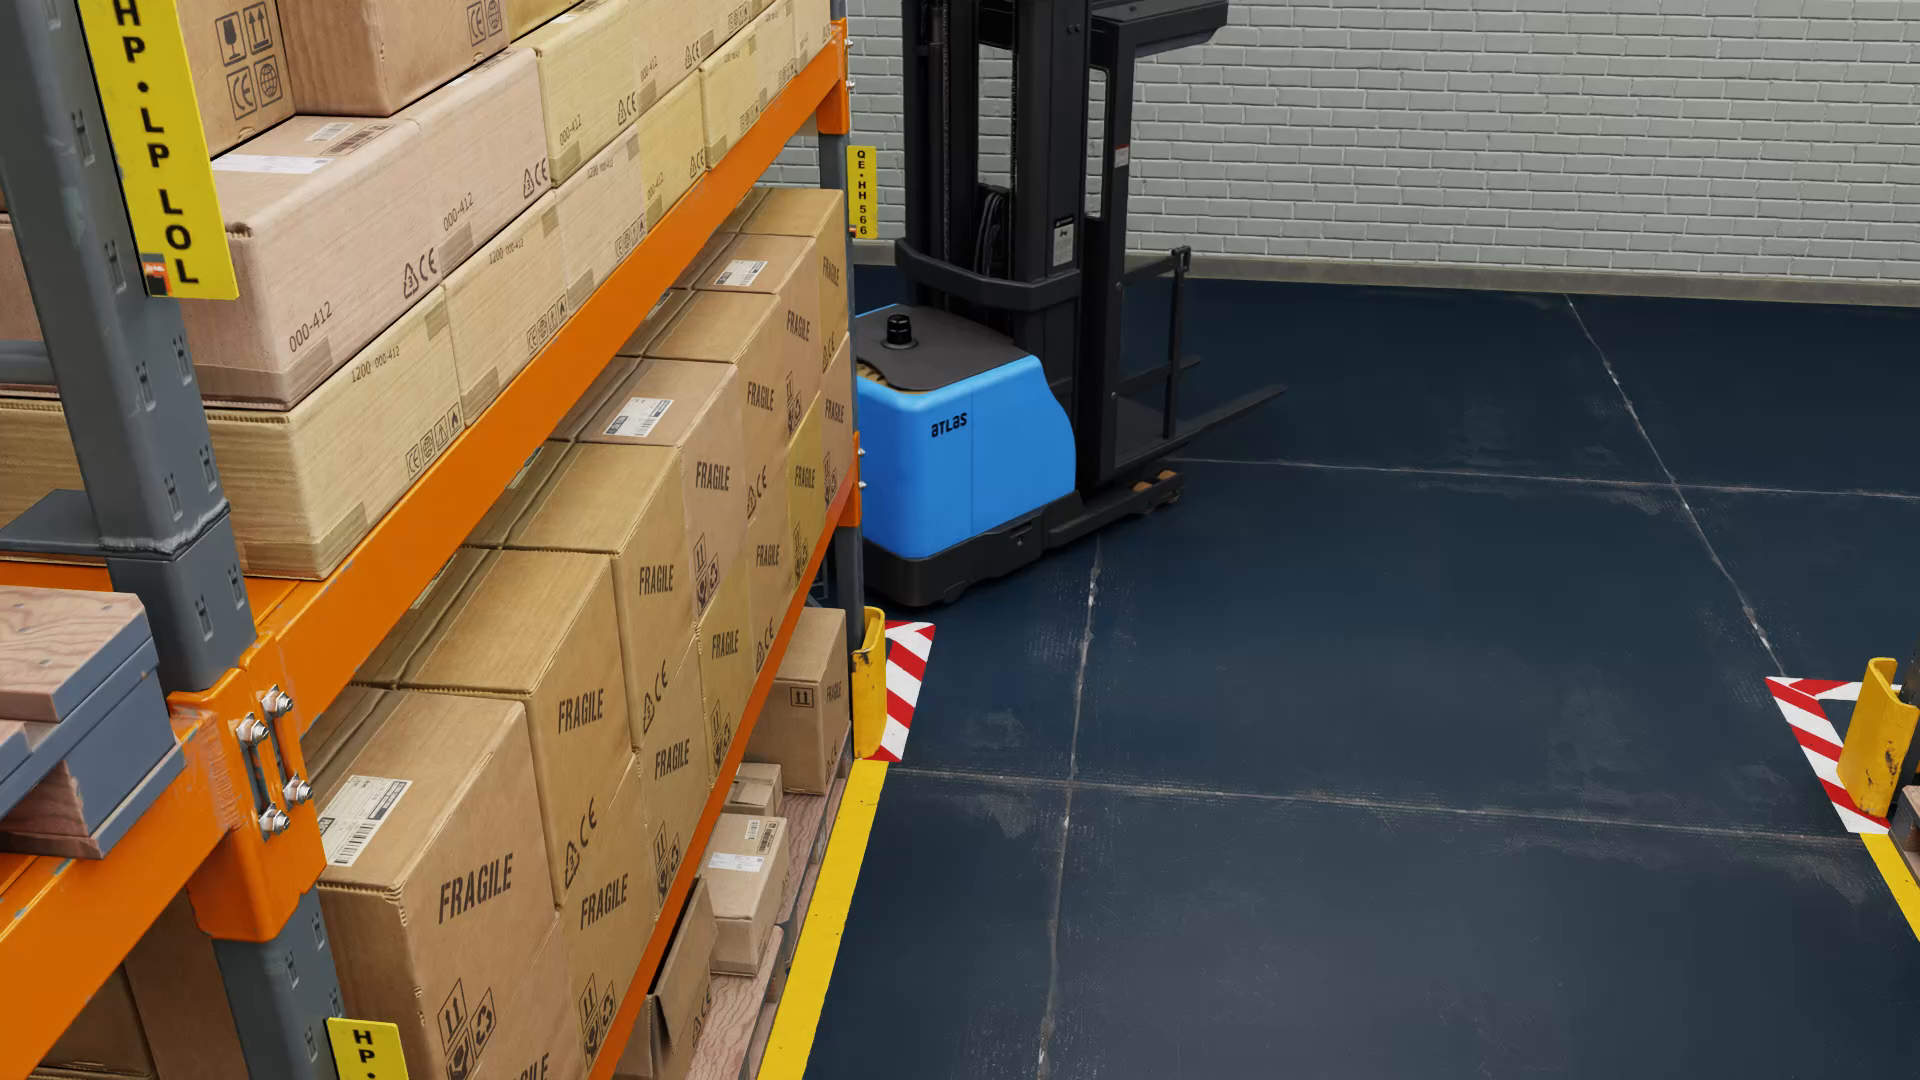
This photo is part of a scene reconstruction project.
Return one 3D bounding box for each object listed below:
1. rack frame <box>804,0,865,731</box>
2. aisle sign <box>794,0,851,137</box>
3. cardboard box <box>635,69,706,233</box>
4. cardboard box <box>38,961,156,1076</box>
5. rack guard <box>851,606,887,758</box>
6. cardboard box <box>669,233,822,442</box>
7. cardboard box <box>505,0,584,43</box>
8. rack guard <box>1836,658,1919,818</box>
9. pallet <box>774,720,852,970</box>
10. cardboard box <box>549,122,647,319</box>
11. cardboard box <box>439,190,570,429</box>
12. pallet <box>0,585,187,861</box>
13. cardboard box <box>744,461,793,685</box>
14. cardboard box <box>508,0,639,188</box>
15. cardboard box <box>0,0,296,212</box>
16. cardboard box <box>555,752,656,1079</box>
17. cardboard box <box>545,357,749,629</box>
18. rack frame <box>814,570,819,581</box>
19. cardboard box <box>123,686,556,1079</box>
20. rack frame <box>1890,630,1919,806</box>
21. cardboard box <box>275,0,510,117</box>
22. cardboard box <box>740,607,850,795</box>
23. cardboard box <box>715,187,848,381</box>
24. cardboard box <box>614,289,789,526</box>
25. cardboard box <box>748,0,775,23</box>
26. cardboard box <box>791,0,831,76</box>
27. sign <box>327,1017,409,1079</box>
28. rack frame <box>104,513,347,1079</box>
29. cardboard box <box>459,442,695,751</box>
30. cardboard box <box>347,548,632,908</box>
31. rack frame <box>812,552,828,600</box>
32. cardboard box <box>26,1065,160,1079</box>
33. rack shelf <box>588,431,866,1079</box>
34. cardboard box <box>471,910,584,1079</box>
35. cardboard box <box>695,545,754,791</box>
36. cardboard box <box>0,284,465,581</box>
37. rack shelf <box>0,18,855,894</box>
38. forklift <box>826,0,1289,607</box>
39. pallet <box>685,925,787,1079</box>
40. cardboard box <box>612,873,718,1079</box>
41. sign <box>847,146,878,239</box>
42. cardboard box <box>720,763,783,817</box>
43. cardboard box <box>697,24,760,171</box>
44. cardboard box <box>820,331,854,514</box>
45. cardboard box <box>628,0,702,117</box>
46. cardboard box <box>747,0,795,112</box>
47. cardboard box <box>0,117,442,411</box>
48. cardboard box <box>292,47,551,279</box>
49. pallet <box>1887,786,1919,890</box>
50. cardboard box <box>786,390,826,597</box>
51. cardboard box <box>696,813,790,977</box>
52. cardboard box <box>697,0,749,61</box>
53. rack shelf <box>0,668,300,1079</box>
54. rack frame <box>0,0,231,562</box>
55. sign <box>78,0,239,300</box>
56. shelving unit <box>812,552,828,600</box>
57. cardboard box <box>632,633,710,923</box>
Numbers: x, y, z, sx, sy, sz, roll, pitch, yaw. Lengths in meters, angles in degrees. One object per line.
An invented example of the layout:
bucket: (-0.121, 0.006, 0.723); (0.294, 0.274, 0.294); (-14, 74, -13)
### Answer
rack frame: (-0.886, -0.597, 6.195); (1.000, 3.000, 0.127); (3, 28, 6)
aisle sign: (-0.574, -1.755, 5.605); (0.394, 0.787, 0.004); (3, 28, 6)
cardboard box: (-0.885, -0.889, 3.733); (0.500, 0.250, 0.500); (3, 28, 6)
cardboard box: (-1.571, 0.549, 2.909); (0.500, 0.500, 0.500); (3, 29, 6)
rack guard: (-0.895, 0.540, 6.721); (1.175, 0.500, 0.348); (3, 28, 6)
cardboard box: (-0.729, -0.618, 5.074); (0.500, 0.500, 0.500); (4, 29, 8)
cardboard box: (-1.097, -1.212, 3.016); (0.700, 0.500, 0.500); (3, 28, 6)
rack guard: (4.020, 0.781, 6.273); (1.175, 0.500, 0.348); (3, 28, 6)
pallet: (-0.992, 1.042, 6.093); (1.003, 0.211, 1.213); (3, 28, 6)
cardboard box: (-0.943, -0.653, 3.295); (0.500, 0.250, 0.500); (3, 28, 6)
cardboard box: (-1.006, -0.418, 2.859); (0.500, 0.250, 0.500); (3, 28, 6)
pallet: (-1.526, 0.351, 1.471); (1.213, 0.211, 1.003); (3, 28, 6)
cardboard box: (-0.797, 0.065, 4.861); (0.500, 0.500, 0.500); (4, 29, 7)
cardboard box: (-0.938, -0.873, 3.176); (0.500, 0.250, 0.500); (3, 28, 6)
cardboard box: (-1.354, -0.750, 2.157); (0.700, 0.500, 0.500); (3, 28, 6)
cardboard box: (-0.984, 0.777, 3.540); (0.500, 0.500, 0.500); (4, 29, 7)
cardboard box: (-0.851, -0.131, 4.172); (0.500, 0.500, 0.500); (4, 29, 8)
rack frame: (-0.785, -0.322, 7.583); (0.240, 1.200, 0.006); (-9, 29, -16)
cardboard box: (-1.039, 0.597, 2.820); (0.500, 0.500, 0.500); (4, 29, 8)
rack frame: (4.030, -0.307, 5.657); (1.000, 3.000, 0.127); (3, 28, 6)
cardboard box: (-1.152, -0.977, 2.578); (0.700, 0.500, 0.500); (3, 28, 6)
cardboard box: (-0.708, 0.580, 6.182); (0.500, 0.500, 0.500); (3, 28, 6)
cardboard box: (-0.668, -0.855, 5.515); (0.500, 0.500, 0.500); (3, 28, 6)
cardboard box: (-0.788, -0.373, 4.620); (0.500, 0.500, 0.500); (4, 29, 8)
cardboard box: (-0.757, -1.579, 4.487); (0.500, 0.250, 0.500); (3, 28, 6)
cardboard box: (-0.687, -1.594, 5.042); (0.500, 0.250, 0.500); (3, 28, 6)
sign: (-0.825, 0.807, 2.369); (0.100, 0.325, 0.005); (3, 28, 6)
rack frame: (-1.376, 1.286, 2.700); (1.000, 3.000, 0.127); (3, 28, 6)
cardboard box: (-0.913, 0.112, 3.720); (0.500, 0.500, 0.500); (3, 28, 5)
cardboard box: (-0.976, 0.354, 3.271); (0.500, 0.500, 0.500); (2, 28, 5)
rack frame: (-0.728, -0.240, 7.430); (0.240, 1.200, 0.006); (-9, 29, -16)
cardboard box: (-1.570, 0.992, 3.141); (0.500, 0.500, 0.500); (4, 29, 7)
rack shelf: (-1.131, 0.661, 4.618); (1.077, 0.370, 4.000); (3, 28, 6)
cardboard box: (-1.043, 1.018, 3.092); (0.500, 0.500, 0.500); (4, 29, 8)
cardboard box: (-0.859, 0.302, 4.421); (0.500, 0.500, 0.500); (3, 28, 5)
cardboard box: (-1.071, -0.183, 2.422); (0.500, 0.250, 0.500); (3, 28, 6)
rack shelf: (-1.131, -0.659, 3.907); (1.077, 0.370, 4.000); (3, 28, 6)
forklift: (0.531, -1.578, 8.089); (3.031, 2.935, 1.130); (-24, 37, -37)
pallet: (-1.144, 1.615, 5.030); (1.003, 0.211, 1.213); (3, 28, 6)
cardboard box: (-1.151, 1.307, 4.830); (0.797, 0.503, 0.637); (3, 28, 6)
sign: (-0.338, -1.204, 5.768); (0.100, 0.325, 0.005); (3, 28, 6)
cardboard box: (-0.847, 0.913, 5.917); (0.380, 0.166, 0.250); (3, 28, 6)
cardboard box: (-0.808, -1.123, 4.168); (0.500, 0.250, 0.500); (3, 28, 6)
cardboard box: (-0.671, -0.414, 5.750); (0.500, 0.500, 0.500); (4, 29, 8)
cardboard box: (-0.877, -1.108, 3.613); (0.500, 0.250, 0.500); (3, 28, 6)
cardboard box: (-0.759, -1.359, 4.606); (0.500, 0.250, 0.500); (3, 28, 6)
cardboard box: (-1.070, -0.403, 2.304); (0.500, 0.250, 0.500); (3, 28, 6)
cardboard box: (-1.011, -0.638, 2.741); (0.500, 0.250, 0.500); (3, 28, 6)
pallet: (3.890, 1.307, 5.602); (1.003, 0.211, 1.213); (3, 28, 6)
cardboard box: (-0.731, -0.170, 5.297); (0.500, 0.500, 0.500); (4, 29, 7)
cardboard box: (-0.854, 1.136, 5.414); (0.500, 0.250, 0.500); (3, 28, 6)
cardboard box: (-0.822, -1.344, 4.051); (0.500, 0.250, 0.500); (3, 28, 6)
rack shelf: (-1.621, 1.224, 0.412); (1.077, 0.370, 4.000); (3, 28, 6)
rack frame: (-1.376, -1.355, 1.277); (1.000, 3.000, 0.127); (3, 28, 6)
sign: (-0.825, -0.405, 1.716); (0.100, 0.325, 0.005); (3, 28, 6)
shelving unit: (-0.756, -0.281, 7.506); (0.258, 1.200, 0.189); (-9, 29, -16)
cardboard box: (-0.920, 0.542, 3.977); (0.500, 0.500, 0.500); (3, 28, 6)
